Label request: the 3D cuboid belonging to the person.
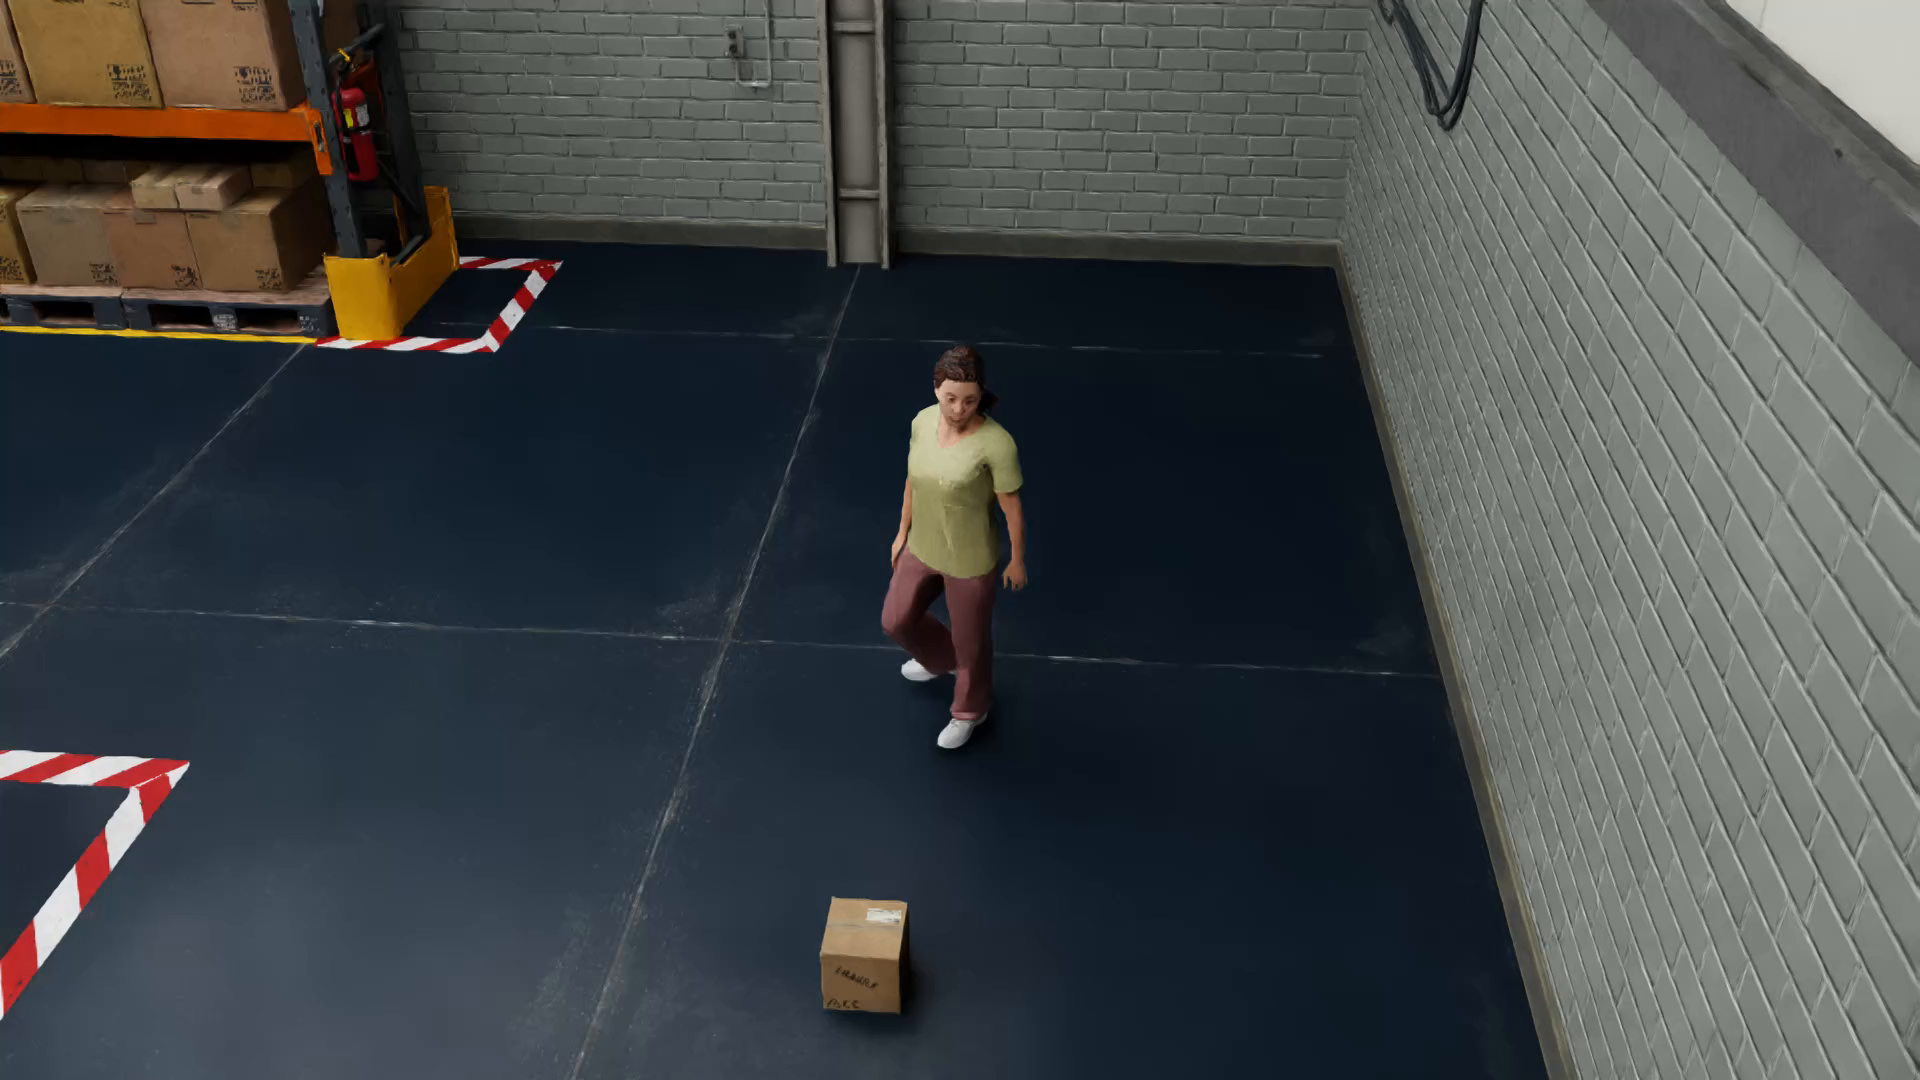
[{"bbox_3d":[-0.032,0.016,6.098,0.628,1.648,0.431,23,39,32],"label":"person"}]
